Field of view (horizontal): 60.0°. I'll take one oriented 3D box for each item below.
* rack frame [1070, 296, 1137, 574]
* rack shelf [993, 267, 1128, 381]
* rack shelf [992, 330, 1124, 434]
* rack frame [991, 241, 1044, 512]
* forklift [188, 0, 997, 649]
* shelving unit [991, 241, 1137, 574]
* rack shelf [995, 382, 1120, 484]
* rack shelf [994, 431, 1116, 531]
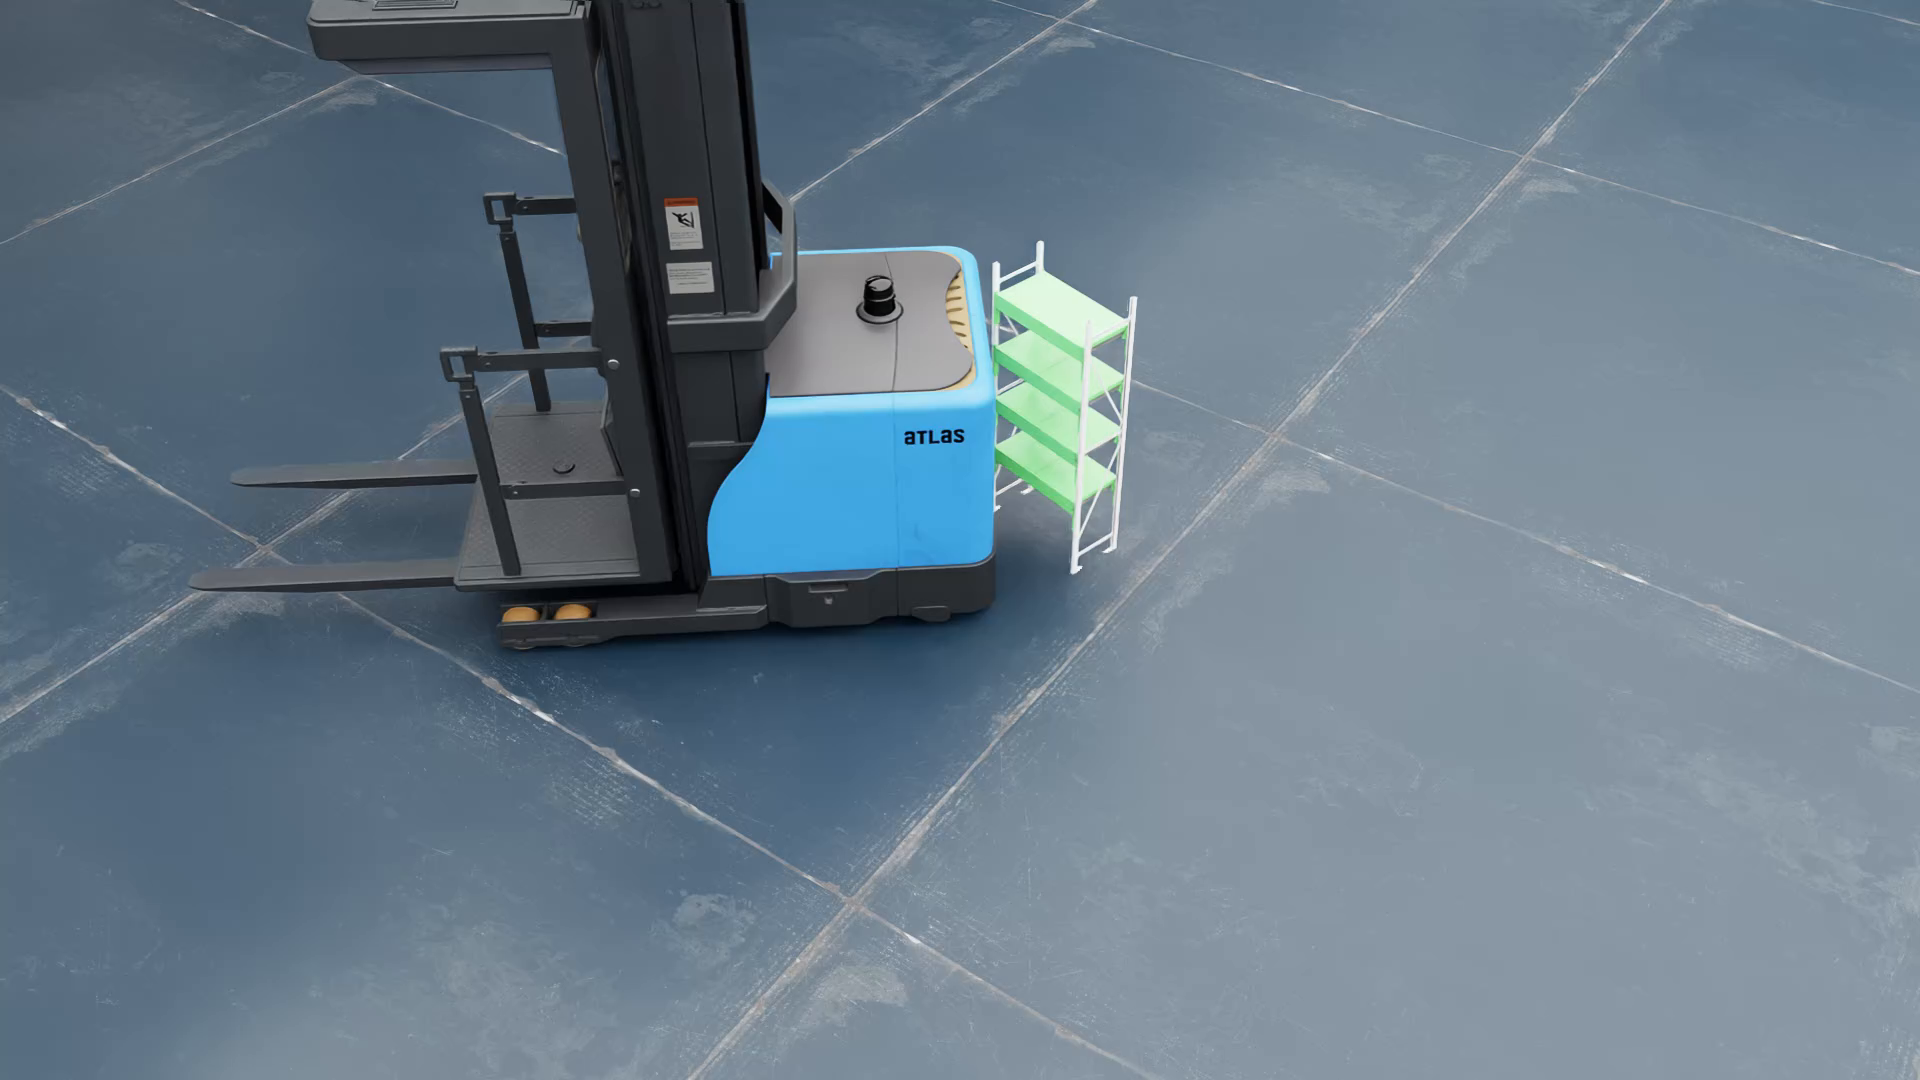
[{"bbox_3d":[0.535,-0.366,6.259,0.240,1.200,0.015,-30,50,-29],"label":"rack frame"},{"bbox_3d":[0.375,-0.799,6.119,0.258,0.148,0.480,-30,50,-29],"label":"rack shelf"},{"bbox_3d":[0.375,-0.620,6.279,0.258,0.148,0.480,-30,50,-29],"label":"rack shelf"},{"bbox_3d":[0.216,-0.612,6.534,0.240,1.200,0.015,-30,50,-29],"label":"rack frame"},{"bbox_3d":[-1.404,-1.046,5.721,3.031,2.935,1.130,-3,42,-3],"label":"forklift"},{"bbox_3d":[0.375,-0.489,6.396,0.258,1.200,0.503,-30,50,-29],"label":"shelving unit"},{"bbox_3d":[0.375,-0.441,6.439,0.258,0.148,0.480,-30,50,-29],"label":"rack shelf"},{"bbox_3d":[0.375,-0.262,6.599,0.258,0.148,0.480,-30,50,-29],"label":"rack shelf"}]
